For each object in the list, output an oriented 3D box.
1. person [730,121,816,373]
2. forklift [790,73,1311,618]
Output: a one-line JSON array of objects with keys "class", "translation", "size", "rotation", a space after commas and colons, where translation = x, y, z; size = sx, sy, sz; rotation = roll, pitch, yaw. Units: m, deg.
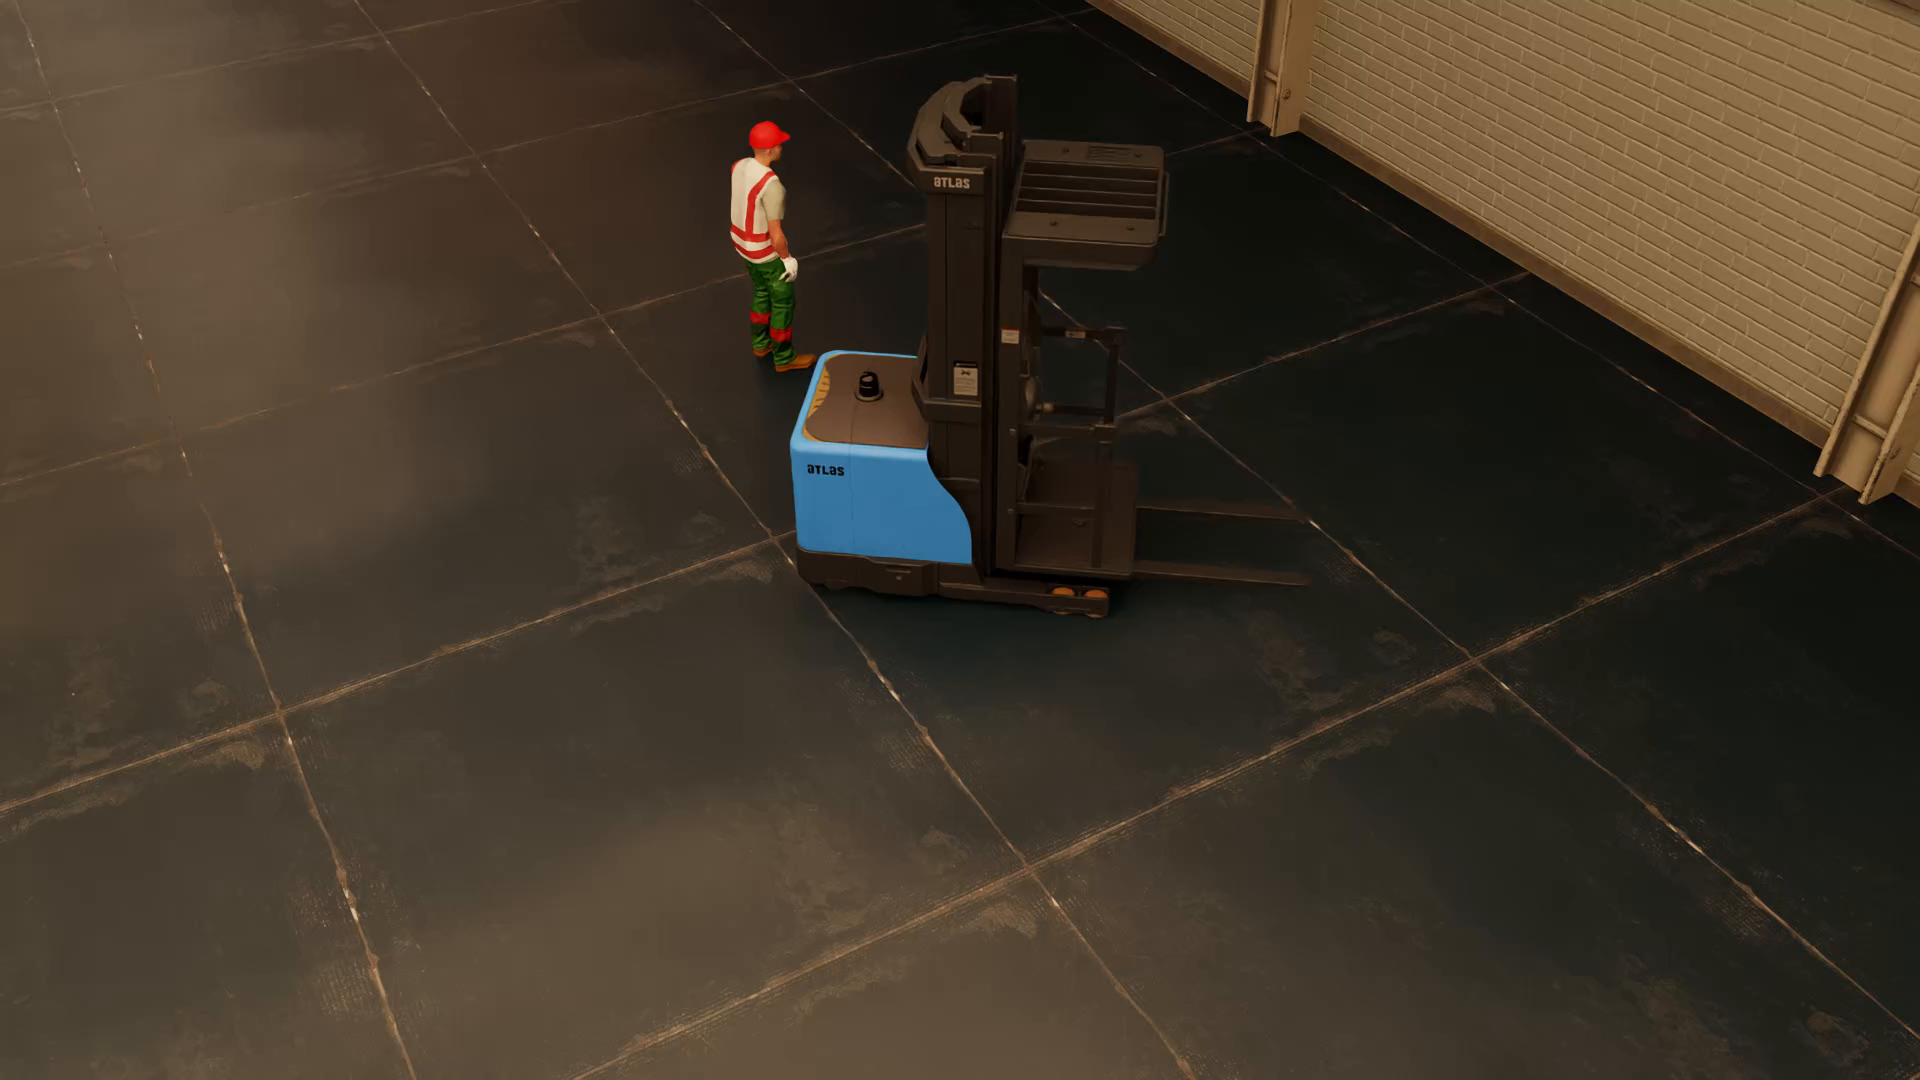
[{"class": "person", "translation": [-1.306, -1.997, 11.350], "size": [0.450, 1.777, 0.623], "rotation": [-24, 45, -26]}, {"class": "forklift", "translation": [0.583, -1.033, 9.282], "size": [3.031, 2.935, 1.130], "rotation": [5, 40, 6]}]
